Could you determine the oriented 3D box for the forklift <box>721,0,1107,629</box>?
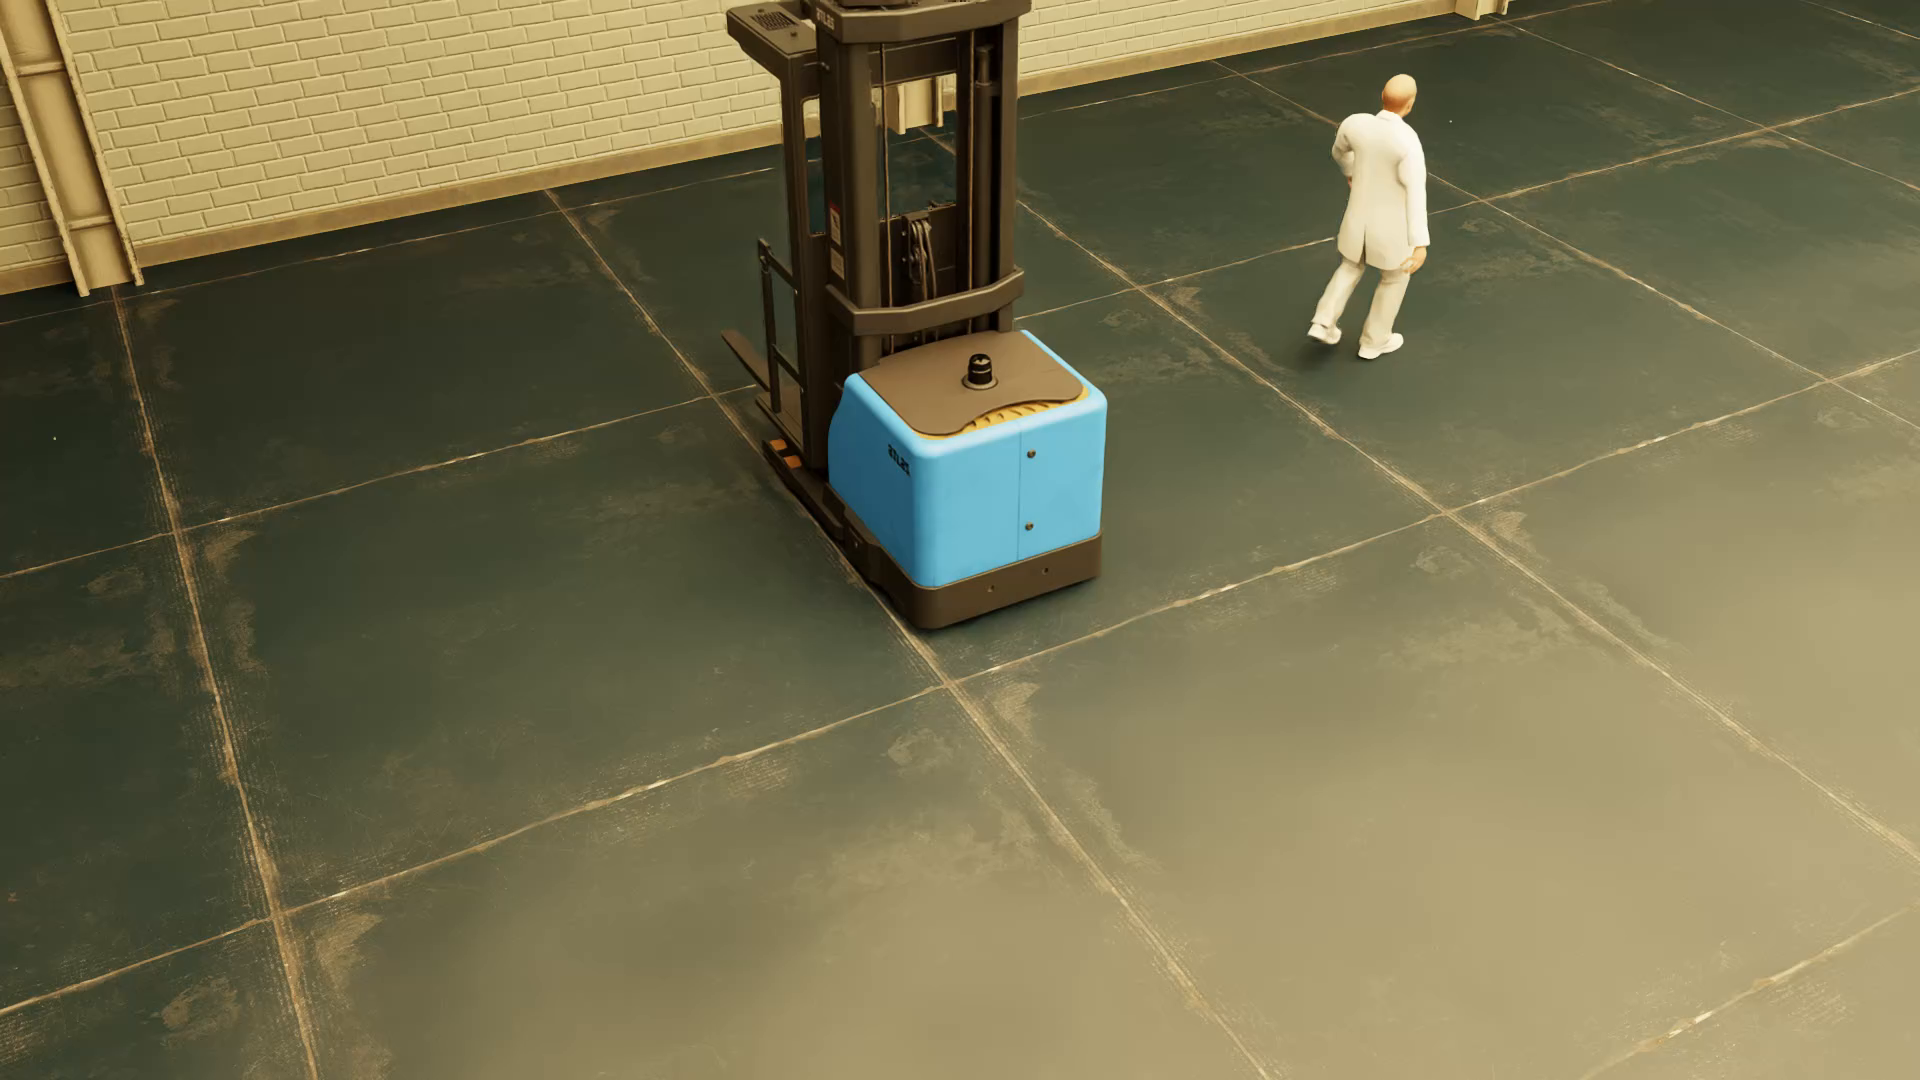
[{"bbox_3d":[-0.435,-1.604,8.393,1.130,2.935,3.031,-17,39,-23],"label":"forklift"}]

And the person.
[{"bbox_3d":[2.454,-1.873,9.792,0.704,1.762,0.880,-28,44,-34],"label":"person"}]
